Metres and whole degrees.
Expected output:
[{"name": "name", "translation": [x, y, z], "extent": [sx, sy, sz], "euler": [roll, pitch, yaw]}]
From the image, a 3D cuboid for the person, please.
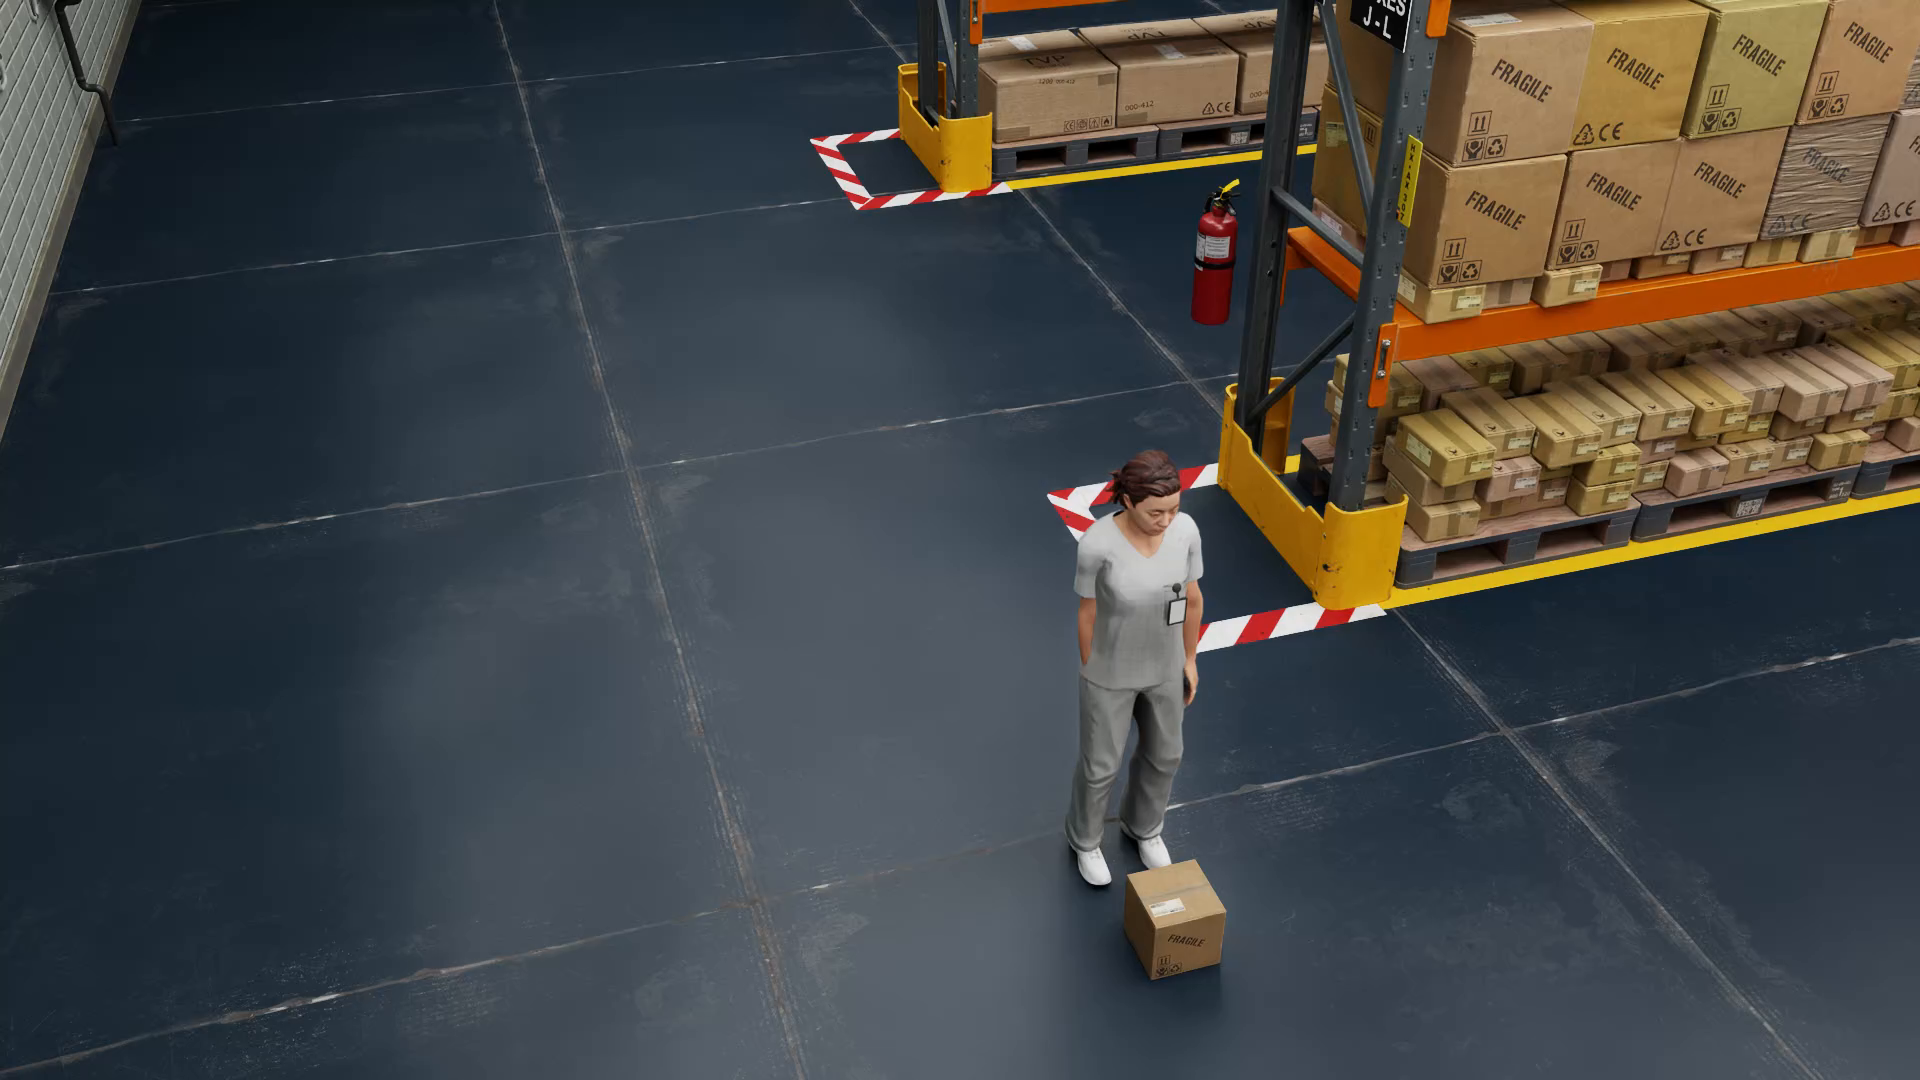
[{"name": "person", "translation": [0.624, 0.784, 5.632], "extent": [0.486, 0.951, 0.790], "euler": [-10, 35, -15]}]
